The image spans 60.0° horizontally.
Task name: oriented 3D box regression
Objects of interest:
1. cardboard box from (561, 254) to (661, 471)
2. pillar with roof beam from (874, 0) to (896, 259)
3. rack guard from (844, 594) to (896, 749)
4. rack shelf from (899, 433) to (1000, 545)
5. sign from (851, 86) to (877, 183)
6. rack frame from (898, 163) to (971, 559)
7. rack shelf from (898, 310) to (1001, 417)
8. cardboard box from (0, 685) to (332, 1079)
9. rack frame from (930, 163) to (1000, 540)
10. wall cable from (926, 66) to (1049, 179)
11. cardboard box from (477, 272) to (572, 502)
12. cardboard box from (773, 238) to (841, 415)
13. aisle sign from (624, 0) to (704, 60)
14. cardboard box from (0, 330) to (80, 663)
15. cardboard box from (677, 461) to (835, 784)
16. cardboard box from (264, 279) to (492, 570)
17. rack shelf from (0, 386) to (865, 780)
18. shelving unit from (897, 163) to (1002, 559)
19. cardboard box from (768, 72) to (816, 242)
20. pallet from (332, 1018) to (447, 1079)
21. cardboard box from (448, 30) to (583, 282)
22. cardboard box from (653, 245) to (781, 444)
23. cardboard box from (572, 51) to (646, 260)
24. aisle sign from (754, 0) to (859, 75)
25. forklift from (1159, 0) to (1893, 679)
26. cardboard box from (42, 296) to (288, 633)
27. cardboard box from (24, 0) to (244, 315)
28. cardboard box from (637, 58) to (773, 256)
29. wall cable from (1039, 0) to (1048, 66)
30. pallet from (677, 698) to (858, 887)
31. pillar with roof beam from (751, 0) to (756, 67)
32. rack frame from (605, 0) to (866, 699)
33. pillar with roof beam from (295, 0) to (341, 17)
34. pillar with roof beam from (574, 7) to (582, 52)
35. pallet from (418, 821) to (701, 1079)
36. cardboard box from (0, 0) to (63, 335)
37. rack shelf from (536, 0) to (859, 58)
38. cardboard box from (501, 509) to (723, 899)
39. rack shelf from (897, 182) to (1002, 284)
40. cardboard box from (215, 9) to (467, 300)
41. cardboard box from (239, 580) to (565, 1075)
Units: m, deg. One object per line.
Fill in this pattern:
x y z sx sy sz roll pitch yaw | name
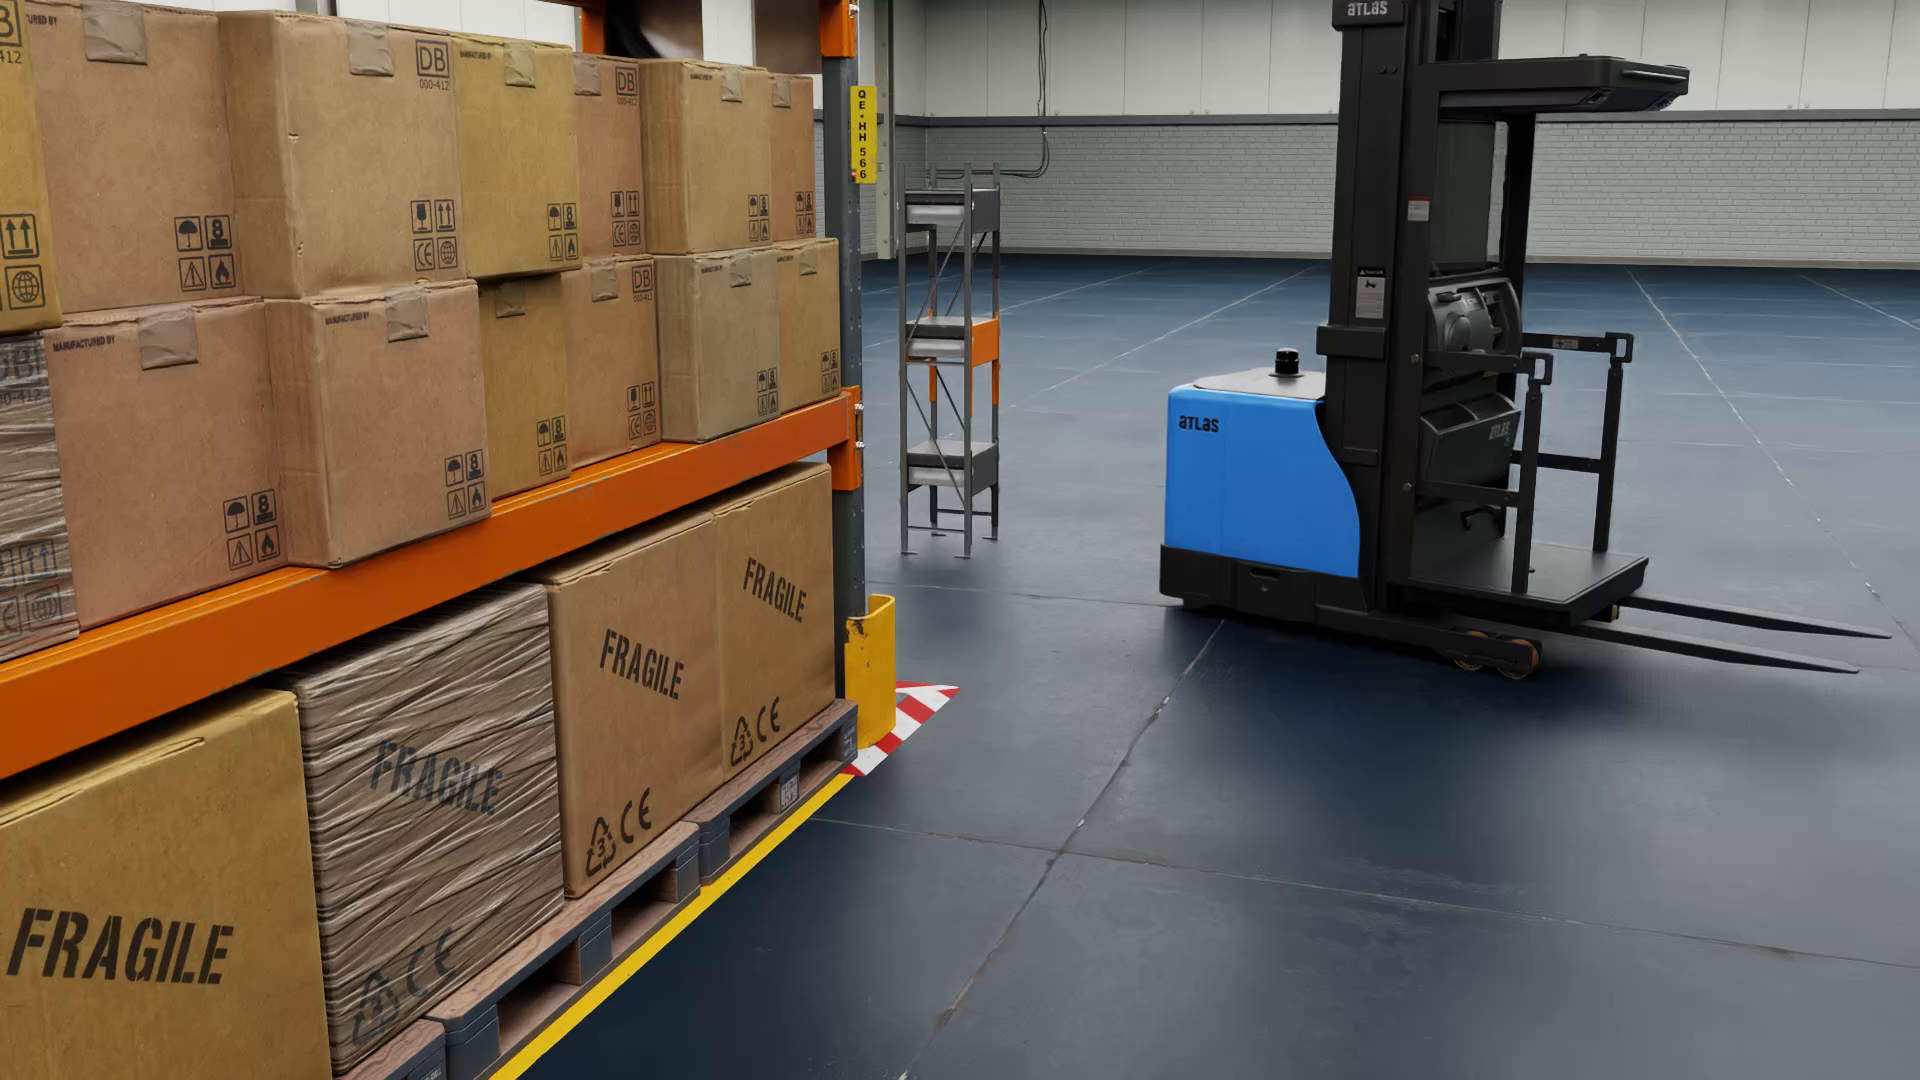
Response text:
-1.379 -0.527 4.720 0.875 0.550 0.550 4 14 18 | cardboard box
2.444 -10.303 34.406 9.100 9.000 0.400 4 14 18 | pillar with roof beam
-0.836 0.452 6.384 1.175 0.500 0.348 4 14 18 | rack guard
-0.054 -0.293 9.260 0.431 0.518 0.480 4 14 18 | rack shelf
-0.335 -1.400 5.745 0.100 0.325 0.005 4 14 18 | sign
-0.133 -0.937 8.876 0.400 2.100 0.015 4 14 18 | rack frame
-0.054 -0.976 9.105 0.431 0.518 0.480 4 14 18 | rack shelf
-1.869 0.784 3.142 0.875 0.875 0.875 5 14 19 | cardboard box
0.025 -1.040 9.327 0.400 2.100 0.015 4 14 18 | rack frame
0.575 -9.624 38.410 3.097 2.526 0.112 4 14 18 | wall cable
-1.511 -0.413 4.218 0.875 0.550 0.500 4 14 18 | cardboard box
-0.921 -0.753 5.711 0.875 0.550 0.550 4 14 18 | cardboard box
-1.105 -2.066 5.955 0.394 0.787 0.004 4 14 18 | aisle sign
-2.030 -0.071 2.722 0.875 0.550 0.550 4 14 18 | cardboard box
-1.001 0.217 5.627 0.875 0.875 0.875 4 14 19 | cardboard box
-1.588 -0.294 3.697 0.875 0.550 0.550 4 14 18 | cardboard box
-1.491 0.010 4.319 1.077 0.370 4.000 4 14 18 | rack shelf
-0.054 -0.989 9.102 0.431 2.100 0.503 4 14 18 | shelving unit
-1.001 -1.286 5.617 0.875 0.550 0.550 4 14 18 | cardboard box
-1.818 1.286 3.381 1.003 0.211 1.213 4 14 18 | pallet
-1.450 -0.934 4.077 0.875 0.550 0.500 4 14 18 | cardboard box
-1.079 -0.636 5.197 0.875 0.550 0.550 4 14 18 | cardboard box
-1.401 -1.055 4.607 0.875 0.550 0.550 4 14 18 | cardboard box
-0.537 -2.022 5.766 0.394 0.787 0.004 4 14 18 | aisle sign
2.429 -0.981 7.198 3.031 2.935 1.130 10 16 38 | forklift
-1.874 -0.189 3.236 0.875 0.550 0.550 4 14 18 | cardboard box
-1.918 -0.718 3.131 0.875 0.550 0.550 4 14 18 | cardboard box
-1.091 -1.163 5.081 0.875 0.550 0.550 4 14 18 | cardboard box
3.134 -11.892 36.994 3.097 2.526 0.112 4 14 18 | wall cable
-1.029 0.772 5.632 1.003 0.211 1.213 4 14 18 | pallet
0.502 -9.040 28.871 9.100 9.000 0.400 4 14 18 | pillar with roof beam
-0.844 -0.762 6.084 1.000 3.000 0.127 4 14 18 | rack frame
-3.380 -6.513 17.801 9.100 9.000 0.400 4 14 18 | pillar with roof beam
-1.439 -7.776 23.336 9.100 9.000 0.400 4 14 18 | pillar with roof beam
-1.425 1.028 4.510 1.003 0.211 1.213 4 14 18 | pallet
-1.986 -0.594 2.587 0.875 0.550 0.550 4 14 18 | cardboard box
-1.491 -1.452 3.985 1.077 0.370 4.000 4 14 18 | rack shelf
-1.284 0.402 4.815 0.875 0.875 0.875 4 13 18 | cardboard box
-0.054 -1.658 8.949 0.431 0.518 0.480 4 14 18 | rack shelf
-1.614 -0.822 3.586 0.875 0.550 0.550 4 14 18 | cardboard box
-1.581 0.594 3.975 0.875 0.875 0.875 4 14 19 | cardboard box
